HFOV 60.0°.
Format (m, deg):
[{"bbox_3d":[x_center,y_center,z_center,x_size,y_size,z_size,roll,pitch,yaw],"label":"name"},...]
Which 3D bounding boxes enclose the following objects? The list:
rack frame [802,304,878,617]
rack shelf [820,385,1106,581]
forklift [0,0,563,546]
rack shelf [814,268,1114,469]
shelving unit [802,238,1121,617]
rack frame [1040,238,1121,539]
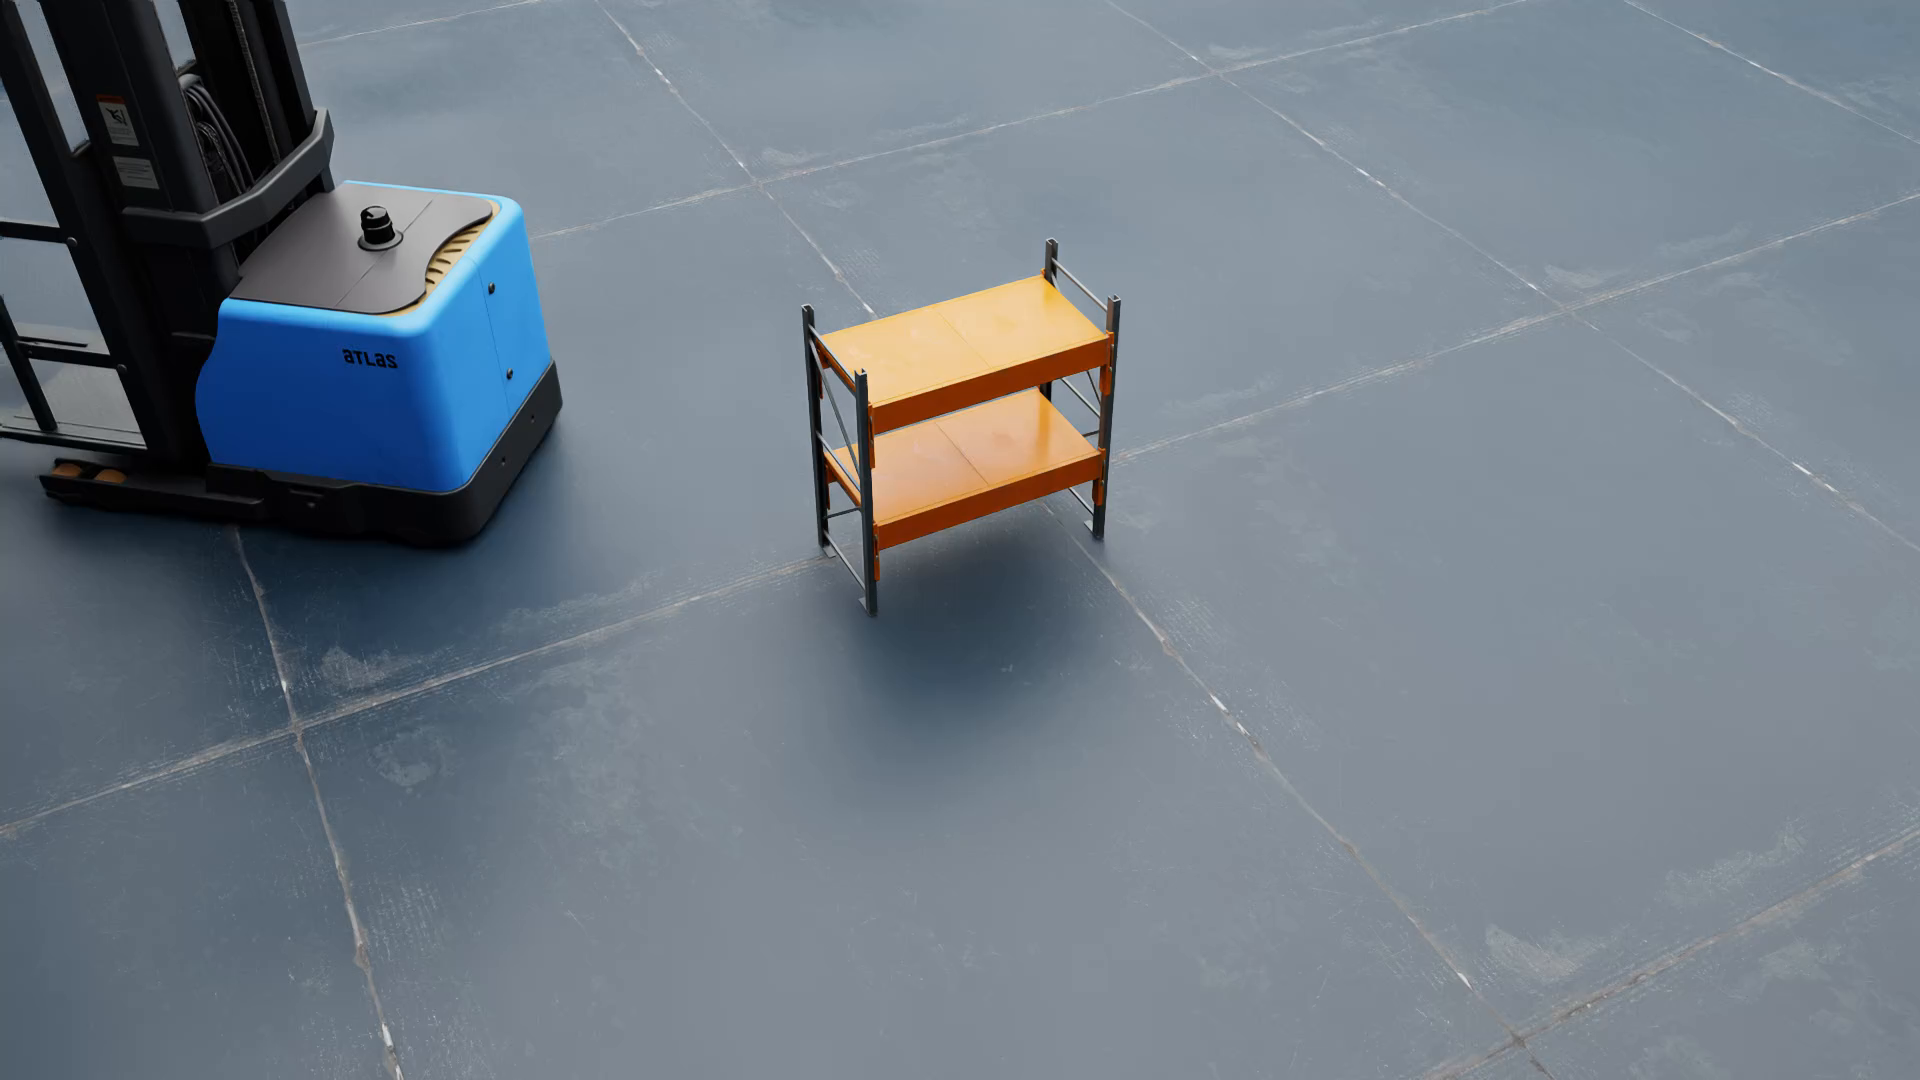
[{"bbox_3d":[-0.445,-0.280,6.210,0.032,1.125,0.500,-19,44,-21],"label":"rack frame"},{"bbox_3d":[0.006,-0.245,6.547,1.000,0.278,0.538,-19,44,-21],"label":"rack shelf"},{"bbox_3d":[-3.324,-1.572,6.339,3.031,2.935,1.130,8,41,9],"label":"forklift"},{"bbox_3d":[0.006,-0.655,6.200,1.000,0.278,0.538,-19,44,-21],"label":"rack shelf"},{"bbox_3d":[0.006,-0.431,6.389,1.048,1.125,0.538,-19,44,-21],"label":"shelving unit"},{"bbox_3d":[0.457,-0.583,6.568,0.032,1.125,0.500,-19,44,-21],"label":"rack frame"}]
